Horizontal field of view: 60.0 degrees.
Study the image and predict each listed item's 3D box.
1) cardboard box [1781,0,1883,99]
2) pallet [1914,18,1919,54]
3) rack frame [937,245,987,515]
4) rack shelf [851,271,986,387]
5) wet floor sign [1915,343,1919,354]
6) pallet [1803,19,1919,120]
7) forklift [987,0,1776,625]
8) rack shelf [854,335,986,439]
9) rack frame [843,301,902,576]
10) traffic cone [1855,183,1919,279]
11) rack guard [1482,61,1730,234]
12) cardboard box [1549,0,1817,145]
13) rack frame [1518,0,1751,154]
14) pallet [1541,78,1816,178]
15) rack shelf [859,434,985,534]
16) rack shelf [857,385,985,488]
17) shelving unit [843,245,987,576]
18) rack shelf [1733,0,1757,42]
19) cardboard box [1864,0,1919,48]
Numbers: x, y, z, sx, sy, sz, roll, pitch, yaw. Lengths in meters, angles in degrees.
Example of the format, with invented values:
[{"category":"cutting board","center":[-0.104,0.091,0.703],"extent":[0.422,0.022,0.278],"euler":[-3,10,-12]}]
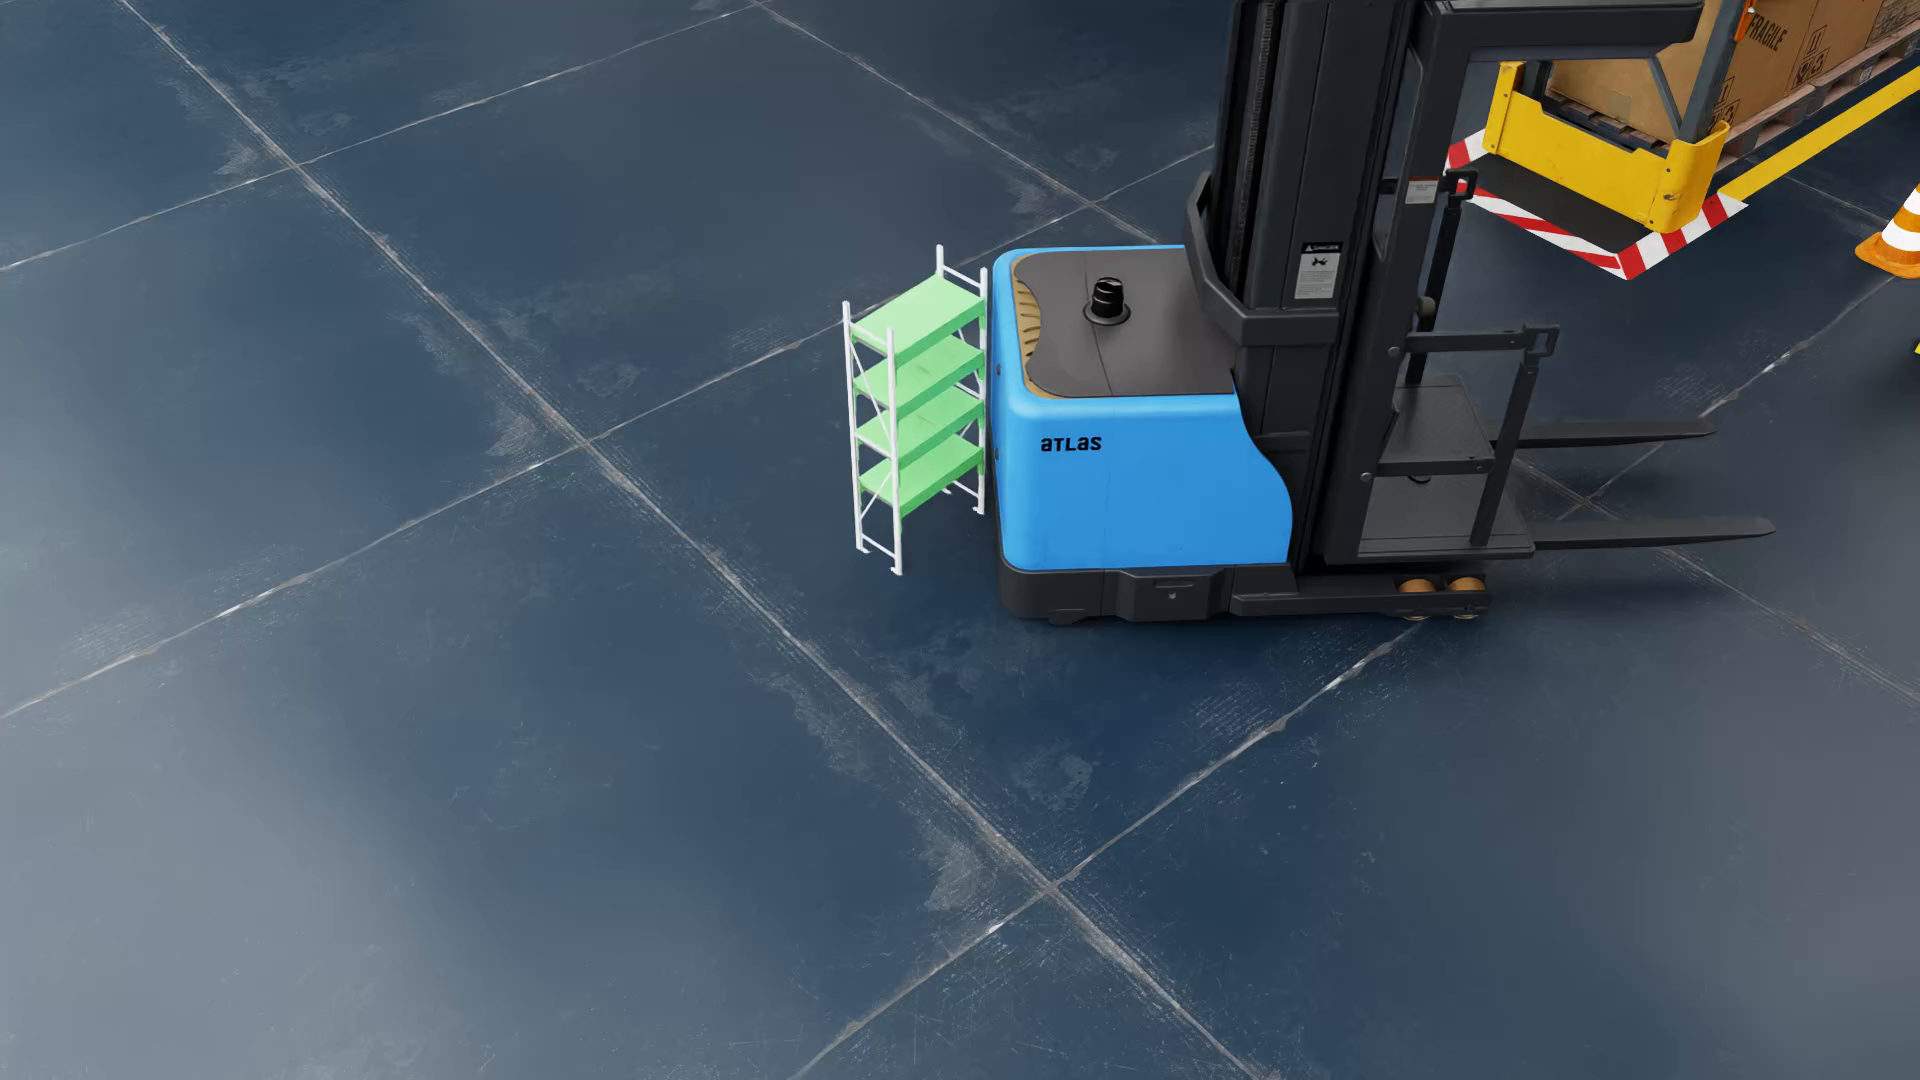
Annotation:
[{"category":"cardboard box","center":[4.483,-3.112,9.118],"extent":[0.875,0.875,0.875],"euler":[-31,51,-28]},{"category":"pallet","center":[5.766,-3.461,10.281],"extent":[1.213,0.211,1.003],"euler":[-30,51,-28]},{"category":"rack frame","center":[0.007,-0.598,6.511],"extent":[0.240,1.200,0.015],"euler":[32,52,30]},{"category":"rack shelf","center":[-0.158,-0.779,6.095],"extent":[0.258,0.148,0.480],"euler":[32,52,30]},{"category":"wet floor sign","center":[4.580,-1.103,7.453],"extent":[0.267,0.644,0.232],"euler":[30,51,28]},{"category":"pallet","center":[4.830,-2.923,9.708],"extent":[1.213,0.211,1.003],"euler":[-30,51,-28]},{"category":"forklift","center":[1.645,-1.121,5.802],"extent":[3.031,2.935,1.130],"euler":[-2,43,-2]},{"category":"rack shelf","center":[-0.158,-0.604,6.259],"extent":[0.258,0.148,0.480],"euler":[32,52,30]},{"category":"rack frame","center":[-0.323,-0.352,6.249],"extent":[0.240,1.200,0.015],"euler":[32,52,30]},{"category":"traffic cone","center":[4.650,-1.577,8.091],"extent":[0.334,0.463,0.336],"euler":[-30,51,-28]},{"category":"rack guard","center":[3.313,-2.092,8.612],"extent":[0.348,0.500,1.175],"euler":[-30,51,-28]},{"category":"cardboard box","center":[3.809,-2.725,8.706],"extent":[0.875,0.875,0.875],"euler":[-29,51,-28]},{"category":"rack frame","center":[3.332,-3.014,7.768],"extent":[0.127,3.000,1.000],"euler":[-30,51,-28]},{"category":"pallet","center":[3.895,-2.389,9.140],"extent":[1.213,0.211,1.003],"euler":[-30,51,-28]},{"category":"rack shelf","center":[-0.158,-0.254,6.588],"extent":[0.258,0.148,0.480],"euler":[32,52,30]},{"category":"rack shelf","center":[-0.158,-0.429,6.423],"extent":[0.258,0.148,0.480],"euler":[32,52,30]},{"category":"shelving unit","center":[-0.158,-0.475,6.380],"extent":[0.258,1.200,0.503],"euler":[32,52,30]},{"category":"rack shelf","center":[4.866,-3.630,8.949],"extent":[4.000,0.370,1.077],"euler":[-30,51,-28]},{"category":"cardboard box","center":[5.183,-3.512,9.543],"extent":[0.875,0.875,0.875],"euler":[-29,51,-28]}]
